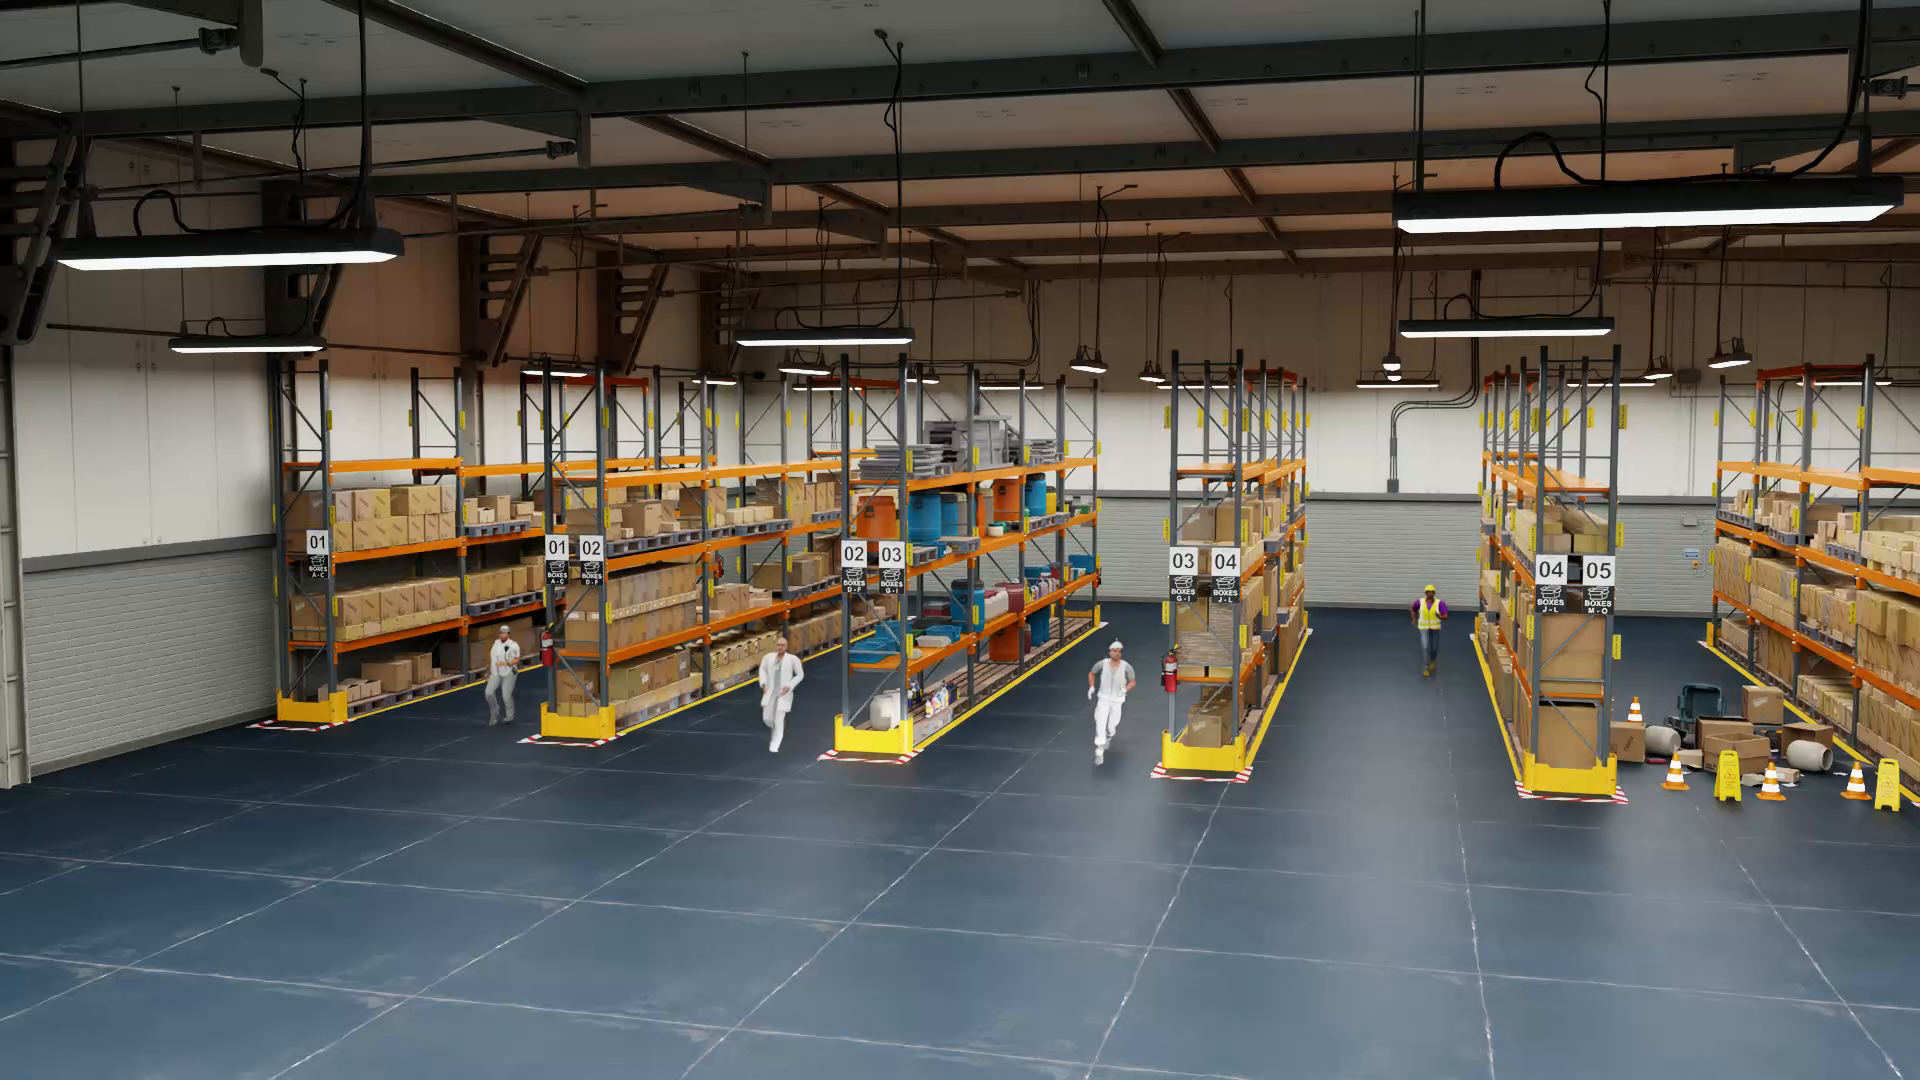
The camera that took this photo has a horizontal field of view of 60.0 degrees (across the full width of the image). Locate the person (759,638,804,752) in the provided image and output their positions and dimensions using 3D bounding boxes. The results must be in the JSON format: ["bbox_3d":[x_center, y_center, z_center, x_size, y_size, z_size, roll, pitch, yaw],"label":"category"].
[{"bbox_3d":[-2.732,2.340,25.243,0.727,1.730,0.580,1,4,9],"label":"person"}]

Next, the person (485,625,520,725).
[{"bbox_3d":[-7.518,2.226,27.399,0.587,1.658,0.667,1,4,12],"label":"person"}]

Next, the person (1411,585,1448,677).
[{"bbox_3d":[9.194,1.750,32.568,0.700,1.754,0.989,1,4,13],"label":"person"}]

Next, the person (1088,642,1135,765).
[{"bbox_3d":[2.232,2.373,24.512,0.696,1.775,0.883,0,4,7],"label":"person"}]
